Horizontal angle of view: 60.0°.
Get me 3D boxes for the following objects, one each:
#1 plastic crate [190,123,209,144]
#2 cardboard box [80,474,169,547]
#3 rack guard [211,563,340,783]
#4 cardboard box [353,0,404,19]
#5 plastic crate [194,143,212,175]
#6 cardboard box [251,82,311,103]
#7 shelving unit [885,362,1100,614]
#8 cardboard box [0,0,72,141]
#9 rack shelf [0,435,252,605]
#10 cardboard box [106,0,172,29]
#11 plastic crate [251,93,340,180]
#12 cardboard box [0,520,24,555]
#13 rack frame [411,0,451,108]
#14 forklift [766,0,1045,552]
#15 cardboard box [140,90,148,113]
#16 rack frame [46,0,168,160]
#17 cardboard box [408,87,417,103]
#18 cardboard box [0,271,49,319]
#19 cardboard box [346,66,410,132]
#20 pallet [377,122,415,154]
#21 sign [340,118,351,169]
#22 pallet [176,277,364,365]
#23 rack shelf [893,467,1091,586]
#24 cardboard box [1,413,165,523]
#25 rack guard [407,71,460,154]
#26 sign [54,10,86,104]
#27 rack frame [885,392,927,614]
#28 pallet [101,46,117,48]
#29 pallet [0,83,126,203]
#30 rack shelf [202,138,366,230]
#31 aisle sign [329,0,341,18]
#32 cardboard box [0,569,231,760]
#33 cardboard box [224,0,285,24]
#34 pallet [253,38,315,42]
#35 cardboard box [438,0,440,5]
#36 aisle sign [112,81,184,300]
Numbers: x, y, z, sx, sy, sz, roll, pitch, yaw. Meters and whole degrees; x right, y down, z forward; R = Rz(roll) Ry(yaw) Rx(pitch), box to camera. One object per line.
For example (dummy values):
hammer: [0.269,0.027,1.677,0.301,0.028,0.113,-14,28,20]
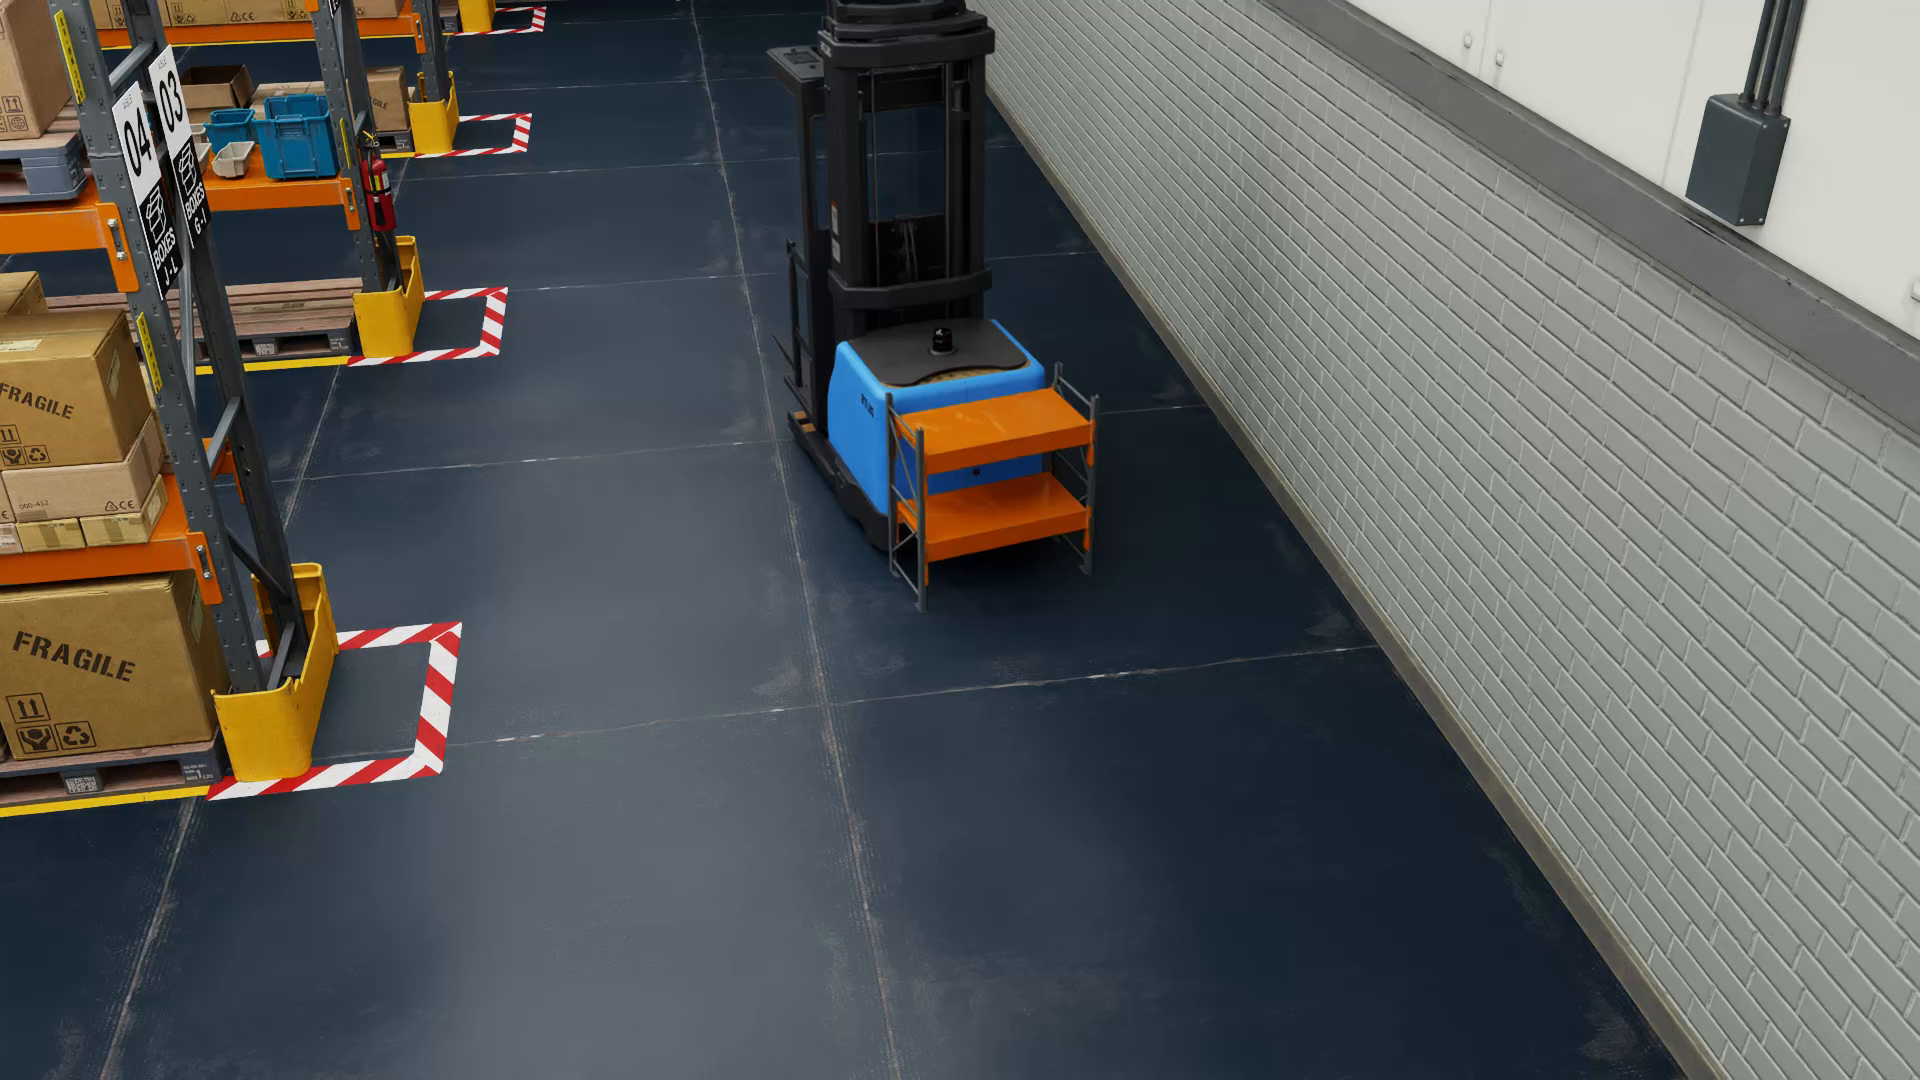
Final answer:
plastic crate: [-5.606,-2.912,12.059,0.298,0.136,0.250,-5,31,-9]
cardboard box: [-3.705,-0.134,7.381,0.250,0.149,0.380,-5,31,-8]
rack guard: [-3.390,0.637,8.289,0.348,0.500,1.175,-5,31,-9]
cardboard box: [-5.586,-5.245,15.726,0.500,0.500,0.500,-4,31,-7]
plastic crate: [-5.363,-2.636,11.590,0.243,0.136,0.396,-5,31,-9]
cardboard box: [-6.764,-4.383,16.638,0.500,0.250,0.500,-5,31,-9]
shelving unit: [0.174,-0.298,9.262,1.048,1.125,0.538,-12,33,-19]
cardboard box: [-3.916,-1.925,6.608,0.500,0.500,0.700,-7,31,-12]
rack shelf: [-5.381,0.054,7.523,4.000,0.370,1.077,-5,31,-9]
cardboard box: [-7.583,-5.060,15.411,0.500,0.500,0.500,-5,31,-9]
plastic crate: [-4.602,-2.826,11.617,0.499,0.435,0.616,-5,31,-9]
cardboard box: [-4.208,-0.087,7.301,0.250,0.149,0.380,-5,31,-9]
rack frame: [-5.194,-5.378,16.052,0.127,3.000,1.000,-5,31,-9]
forklift: [-0.497,-1.925,10.247,1.130,2.935,3.031,-11,32,-18]
cardboard box: [-7.882,-4.306,16.446,0.500,0.311,0.500,-5,31,-9]
rack frame: [-3.414,-3.025,6.131,0.127,3.000,1.000,-5,31,-9]
cardboard box: [-5.668,-4.472,16.889,0.250,0.149,0.380,-5,31,-9]
cardboard box: [-4.426,-0.871,7.501,0.500,0.500,0.500,-6,31,-10]
cardboard box: [-5.685,-4.318,16.281,0.500,0.500,0.500,-5,31,-9]
pallet: [-6.053,-4.096,16.622,1.213,0.211,1.003,-5,31,-9]
sign: [-4.191,-2.706,11.346,0.005,0.325,0.100,-5,31,-9]
pallet: [-5.124,-1.650,12.463,1.213,0.211,1.003,-5,31,-9]
rack shelf: [0.174,-0.087,9.386,1.000,0.278,0.538,-12,33,-19]
cardboard box: [-3.843,-0.326,7.314,0.500,0.250,0.500,-6,31,-10]
rack guard: [-5.269,-4.294,16.674,0.348,0.500,1.175,-5,31,-9]
sign: [-3.330,-1.808,6.224,0.005,0.325,0.100,-5,31,-9]
rack frame: [-0.295,-0.199,9.092,0.032,1.125,0.500,-12,33,-19]
pallet: [-10.770,-6.172,20.154,1.213,0.211,1.003,-5,31,-9]
pallet: [-4.142,-1.621,6.789,1.213,0.211,1.003,-5,31,-9]
rack shelf: [-6.273,-2.416,11.723,4.000,0.370,1.077,-5,31,-9]
aisle sign: [-4.182,-3.889,10.955,0.004,0.787,0.394,-5,31,-9]
cardboard box: [-4.029,0.394,7.916,0.875,0.875,0.875,-5,31,-9]
cardboard box: [-6.587,-5.153,15.570,0.500,0.500,0.500,-5,31,-9]
pallet: [-8.060,-6.424,20.581,1.213,0.211,1.003,-5,31,-9]
cardboard box: [-6.761,-6.837,20.585,0.500,0.500,0.700,-5,31,-9]
aisle sign: [-3.289,-1.416,6.749,0.004,0.787,0.394,-5,31,-9]
